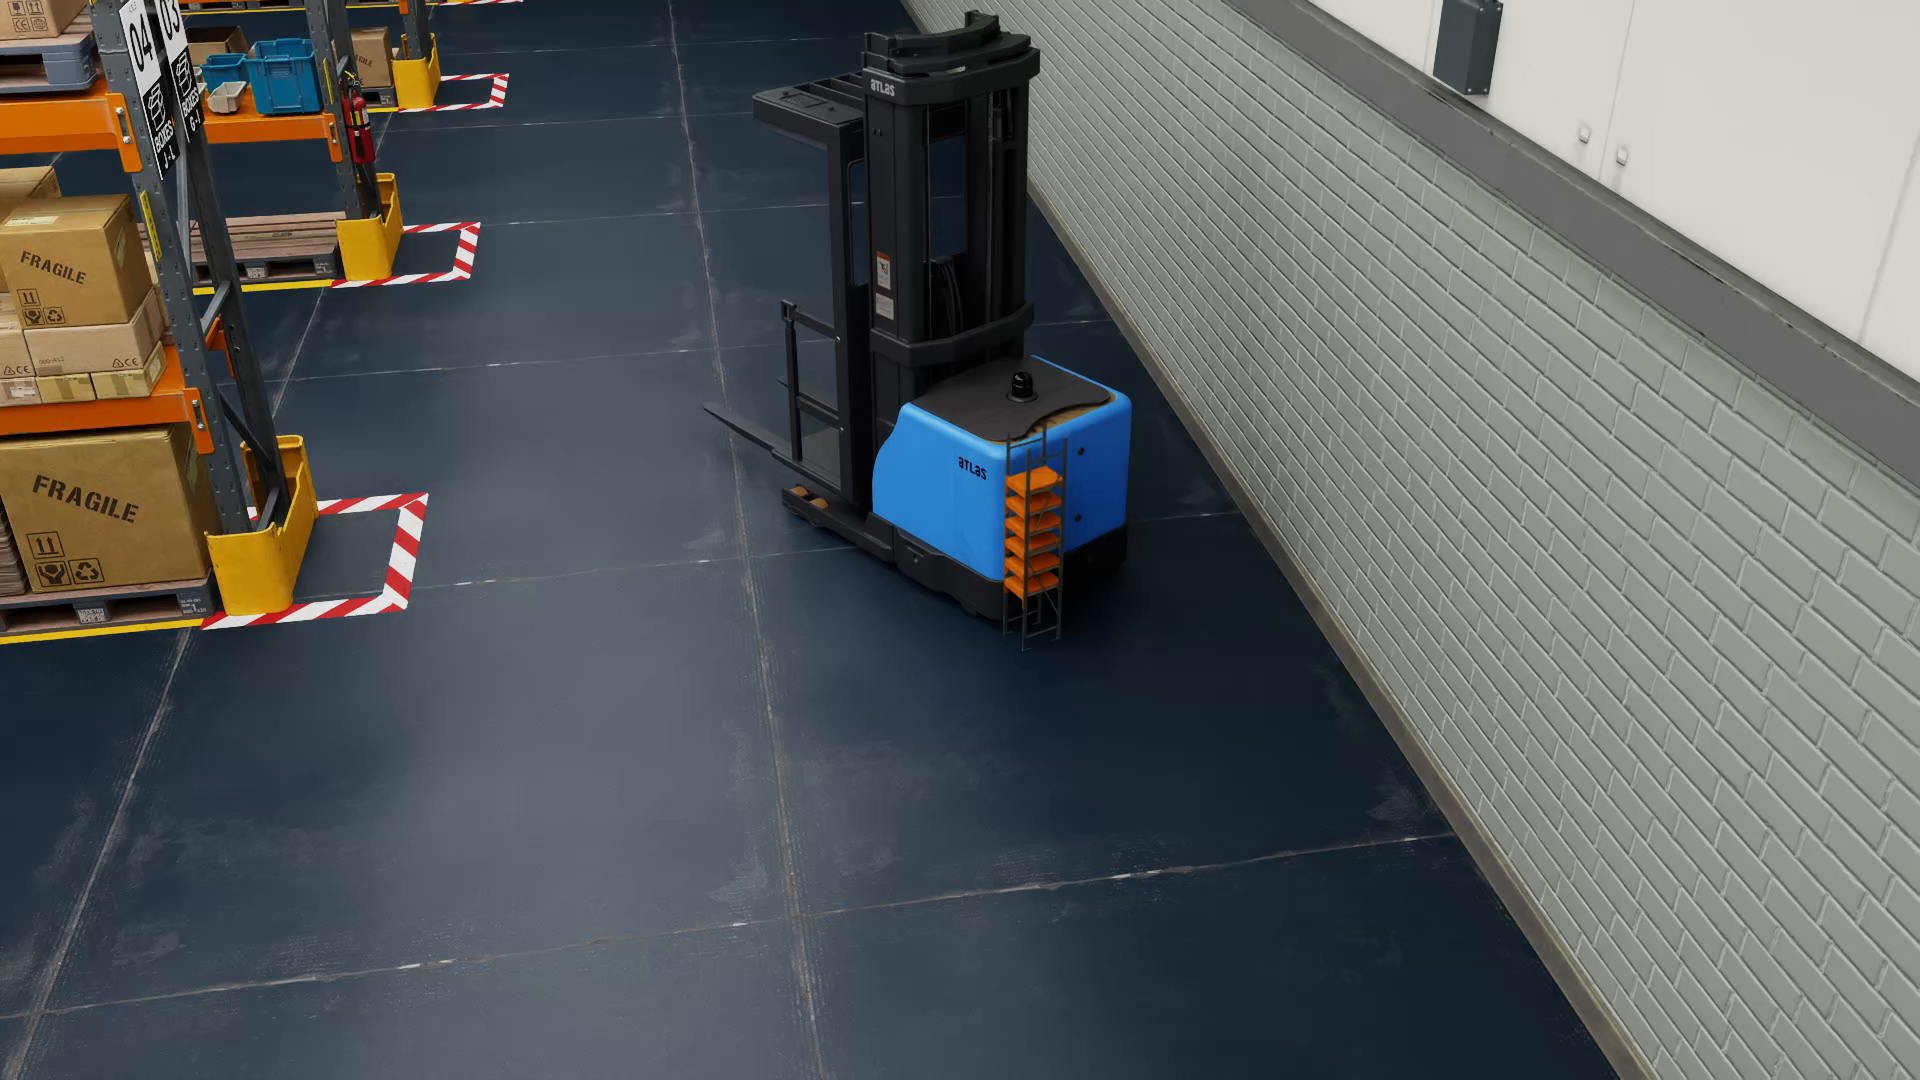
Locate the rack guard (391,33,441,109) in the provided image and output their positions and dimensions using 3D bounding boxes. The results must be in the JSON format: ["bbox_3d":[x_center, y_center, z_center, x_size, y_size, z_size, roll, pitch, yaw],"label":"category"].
[{"bbox_3d":[-5.818,-5.032,17.815,0.348,0.500,1.175,-5,31,-9],"label":"rack guard"}]

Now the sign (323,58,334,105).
[{"bbox_3d":[-4.739,-3.444,12.487,0.005,0.325,0.100,-5,31,-9],"label":"sign"}]

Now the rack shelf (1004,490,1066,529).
[{"bbox_3d":[0.383,-0.169,8.469,0.258,0.103,0.180,-17,35,-27],"label":"rack shelf"}]

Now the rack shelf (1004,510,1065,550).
[{"bbox_3d":[0.383,-0.066,8.529,0.258,0.103,0.180,-17,35,-27],"label":"rack shelf"}]

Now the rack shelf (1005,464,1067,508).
[{"bbox_3d":[0.383,-0.273,8.408,0.258,0.103,0.180,-17,35,-27],"label":"rack shelf"}]

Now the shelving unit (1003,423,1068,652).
[{"bbox_3d":[0.383,-0.001,8.568,0.258,1.200,0.189,-17,35,-27],"label":"shelving unit"}]

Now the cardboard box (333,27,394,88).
[{"bbox_3d":[-6.233,-5.056,17.422,0.500,0.500,0.500,-5,31,-9],"label":"cardboard box"}]

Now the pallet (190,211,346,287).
[{"bbox_3d":[-5.673,-2.388,13.604,1.213,0.211,1.003,-5,31,-9],"label":"pallet"}]

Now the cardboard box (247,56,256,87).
[{"bbox_3d":[-7.173,-4.877,17.363,0.500,0.250,0.500,-5,31,-9],"label":"cardboard box"}]

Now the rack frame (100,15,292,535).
[{"bbox_3d":[-3.962,-1.177,8.792,0.127,3.000,1.000,-5,31,-9],"label":"rack frame"}]

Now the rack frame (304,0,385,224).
[{"bbox_3d":[-4.855,-3.646,12.992,0.127,3.000,1.000,-5,31,-9],"label":"rack frame"}]

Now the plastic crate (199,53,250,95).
[{"bbox_3d":[-5.804,-3.682,13.158,0.300,0.233,0.416,-5,31,-9],"label":"plastic crate"}]

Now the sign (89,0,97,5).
[{"bbox_3d":[-3.878,-2.546,7.365,0.005,0.325,0.100,-5,31,-9],"label":"sign"}]

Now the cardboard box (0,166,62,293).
[{"bbox_3d":[-4.975,-1.609,8.642,0.500,0.500,0.500,-6,31,-10],"label":"cardboard box"}]

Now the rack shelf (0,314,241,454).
[{"bbox_3d":[-5.930,-0.684,8.664,4.000,0.370,1.077,-5,31,-9],"label":"rack shelf"}]

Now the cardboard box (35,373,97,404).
[{"bbox_3d":[-4.509,-0.847,8.480,0.250,0.149,0.380,-5,31,-8],"label":"cardboard box"}]

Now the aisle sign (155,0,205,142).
[{"bbox_3d":[-3.946,-2.454,8.399,0.004,0.787,0.394,-5,31,-9],"label":"aisle sign"}]

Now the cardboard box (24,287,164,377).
[{"bbox_3d":[-4.391,-1.064,8.455,0.500,0.250,0.500,-6,31,-10],"label":"cardboard box"}]

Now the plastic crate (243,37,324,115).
[{"bbox_3d":[-5.150,-3.564,12.758,0.499,0.435,0.616,-5,31,-9],"label":"plastic crate"}]

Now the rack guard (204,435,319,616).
[{"bbox_3d":[-3.939,-0.102,9.430,0.348,0.500,1.175,-5,31,-9],"label":"rack guard"}]

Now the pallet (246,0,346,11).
[{"bbox_3d":[-8.609,-7.162,21.722,1.213,0.211,1.003,-5,31,-9],"label":"pallet"}]

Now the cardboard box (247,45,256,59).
[{"bbox_3d":[-7.313,-5.121,17.779,0.500,0.250,0.500,-5,31,-9],"label":"cardboard box"}]

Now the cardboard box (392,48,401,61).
[{"bbox_3d":[-6.217,-5.210,18.030,0.250,0.149,0.380,-5,31,-9],"label":"cardboard box"}]

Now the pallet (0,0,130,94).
[{"bbox_3d":[-4.690,-2.359,7.930,1.213,0.211,1.003,-5,31,-9],"label":"pallet"}]

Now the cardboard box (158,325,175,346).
[{"bbox_3d":[-4.371,-1.201,9.081,0.250,0.149,0.380,-5,31,-8],"label":"cardboard box"}]

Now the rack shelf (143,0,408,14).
[{"bbox_3d":[-7.710,-5.624,17.065,4.000,0.370,1.077,-5,31,-9],"label":"rack shelf"}]

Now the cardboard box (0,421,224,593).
[{"bbox_3d":[-4.578,-0.344,9.057,0.875,0.875,0.875,-5,31,-9],"label":"cardboard box"}]

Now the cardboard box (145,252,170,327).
[{"bbox_3d":[-4.483,-1.331,8.909,0.500,0.250,0.500,-6,31,-10],"label":"cardboard box"}]

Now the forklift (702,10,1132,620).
[{"bbox_3d":[-0.418,-1.497,9.405,1.130,2.935,3.031,-25,38,-35],"label":"forklift"}]

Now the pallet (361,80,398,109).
[{"bbox_3d":[-6.602,-4.834,17.763,1.213,0.211,1.003,-5,31,-9],"label":"pallet"}]

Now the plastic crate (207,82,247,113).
[{"bbox_3d":[-5.624,-3.394,12.764,0.243,0.136,0.396,-5,31,-9],"label":"plastic crate"}]

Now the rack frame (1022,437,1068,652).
[{"bbox_3d":[0.431,0.039,8.501,0.240,1.200,0.006,-17,35,-27],"label":"rack frame"}]
